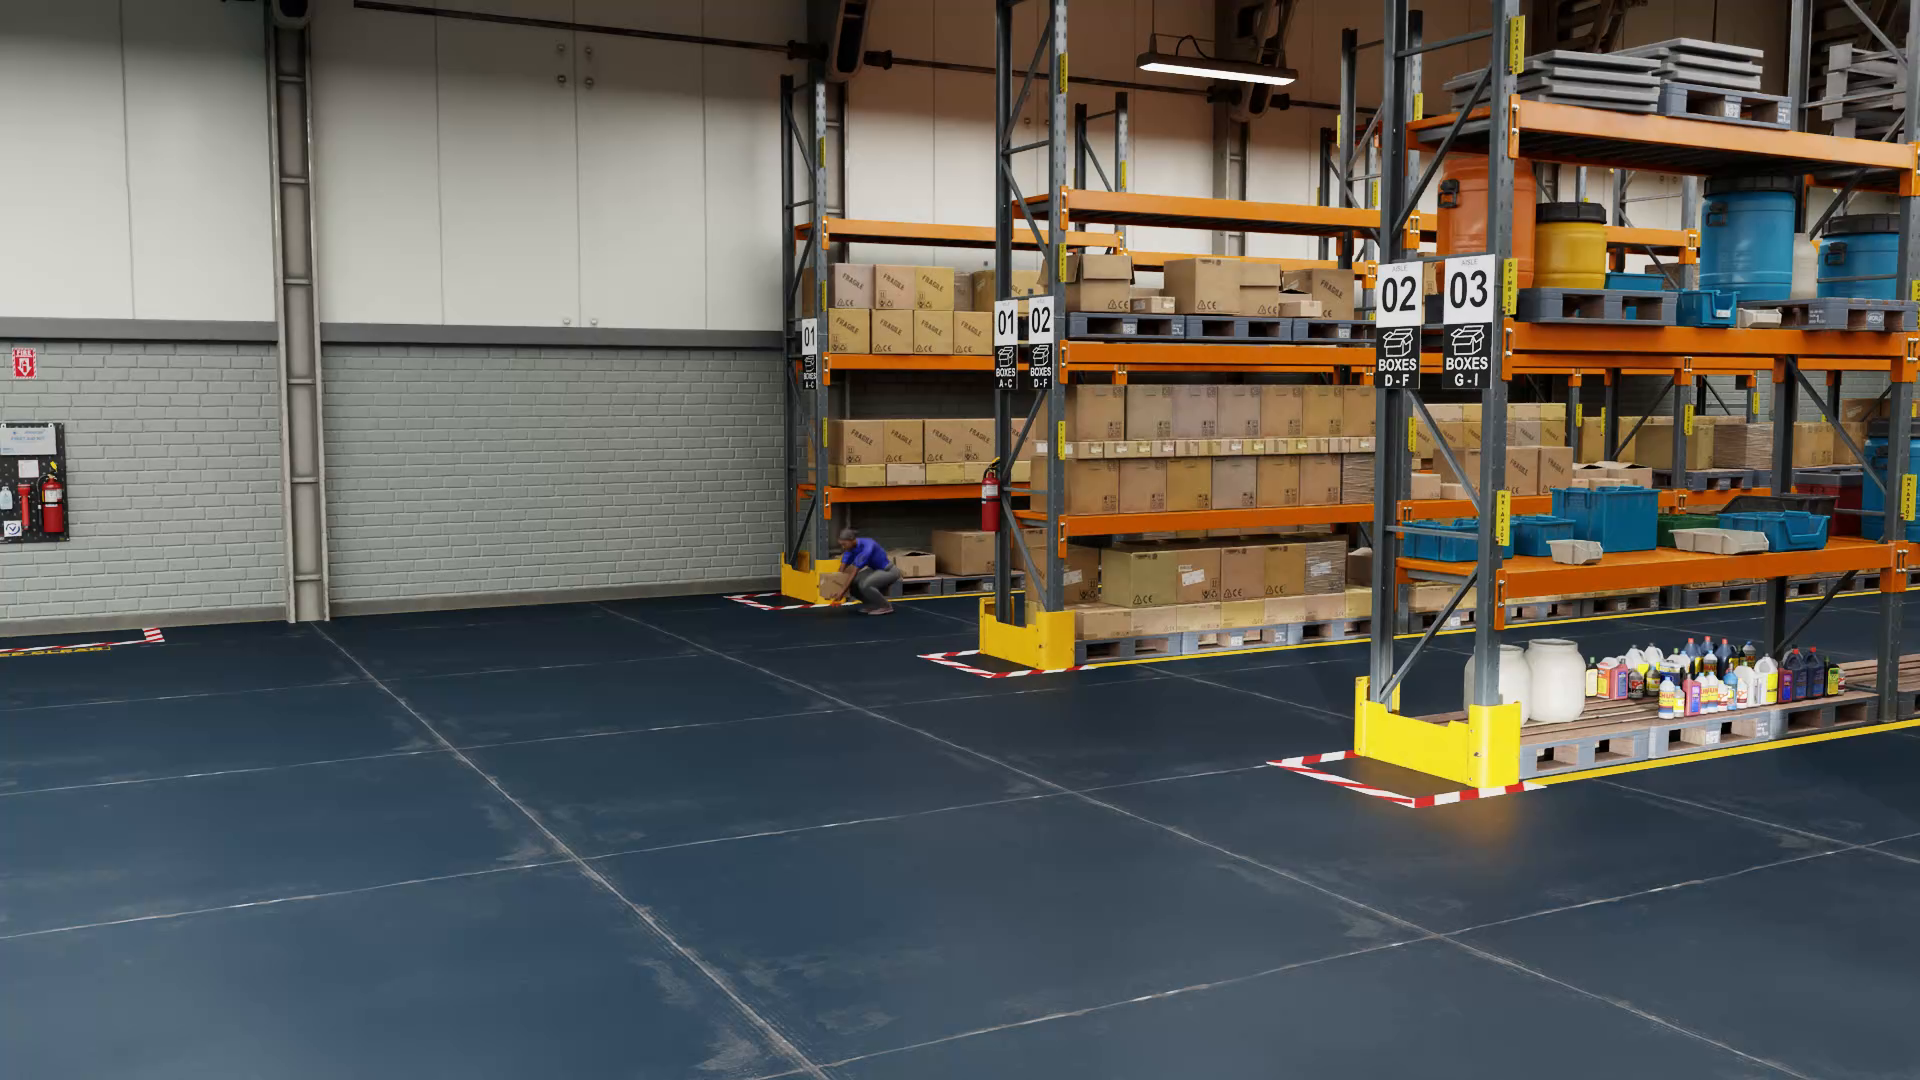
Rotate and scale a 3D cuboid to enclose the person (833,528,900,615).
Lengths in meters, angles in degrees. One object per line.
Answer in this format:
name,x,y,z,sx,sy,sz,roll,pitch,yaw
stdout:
person,-1.041,0.333,17.879,0.837,0.949,0.462,-3,6,-28
